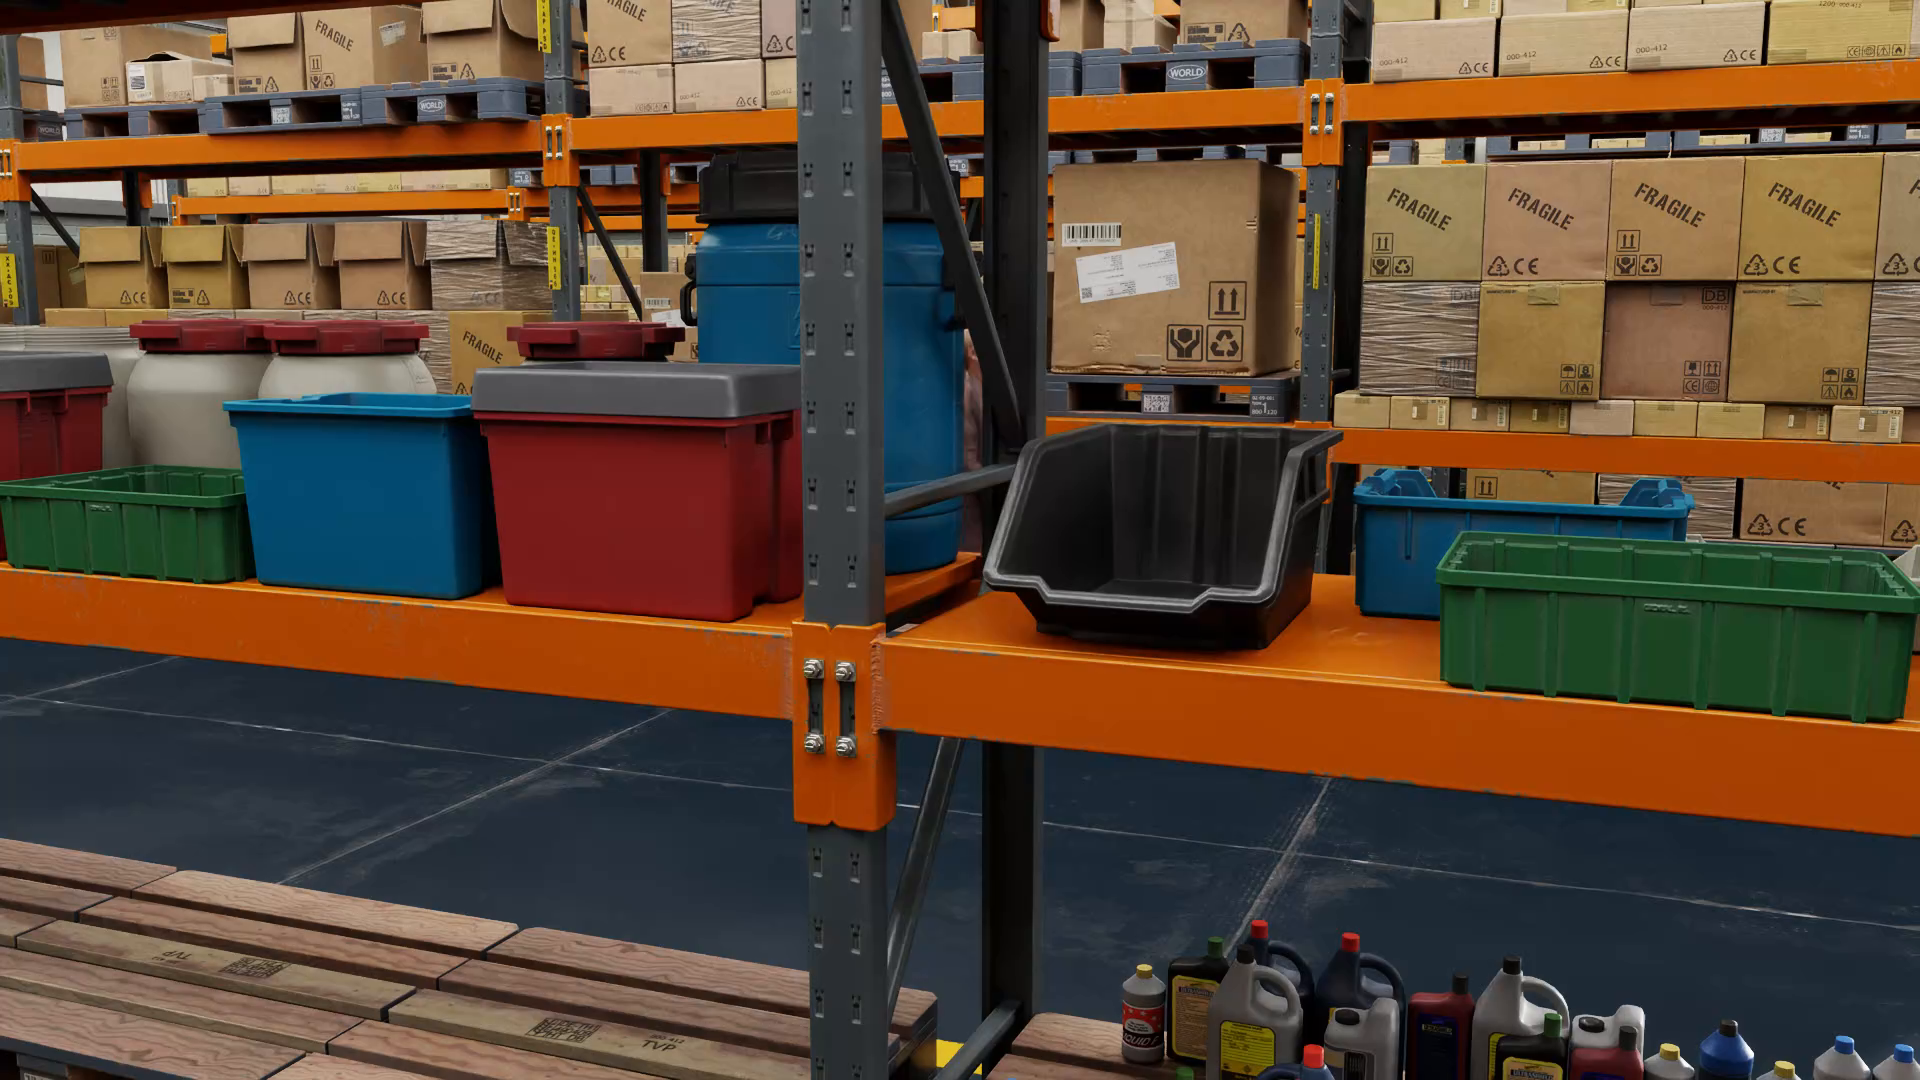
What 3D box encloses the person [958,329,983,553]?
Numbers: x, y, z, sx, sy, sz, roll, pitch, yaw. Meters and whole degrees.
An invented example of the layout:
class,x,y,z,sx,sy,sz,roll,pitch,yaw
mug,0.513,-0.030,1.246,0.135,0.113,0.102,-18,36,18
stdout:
class,x,y,z,sx,sy,sz,roll,pitch,yaw
person,0.186,-0.046,7.215,0.468,1.787,0.600,3,9,22
